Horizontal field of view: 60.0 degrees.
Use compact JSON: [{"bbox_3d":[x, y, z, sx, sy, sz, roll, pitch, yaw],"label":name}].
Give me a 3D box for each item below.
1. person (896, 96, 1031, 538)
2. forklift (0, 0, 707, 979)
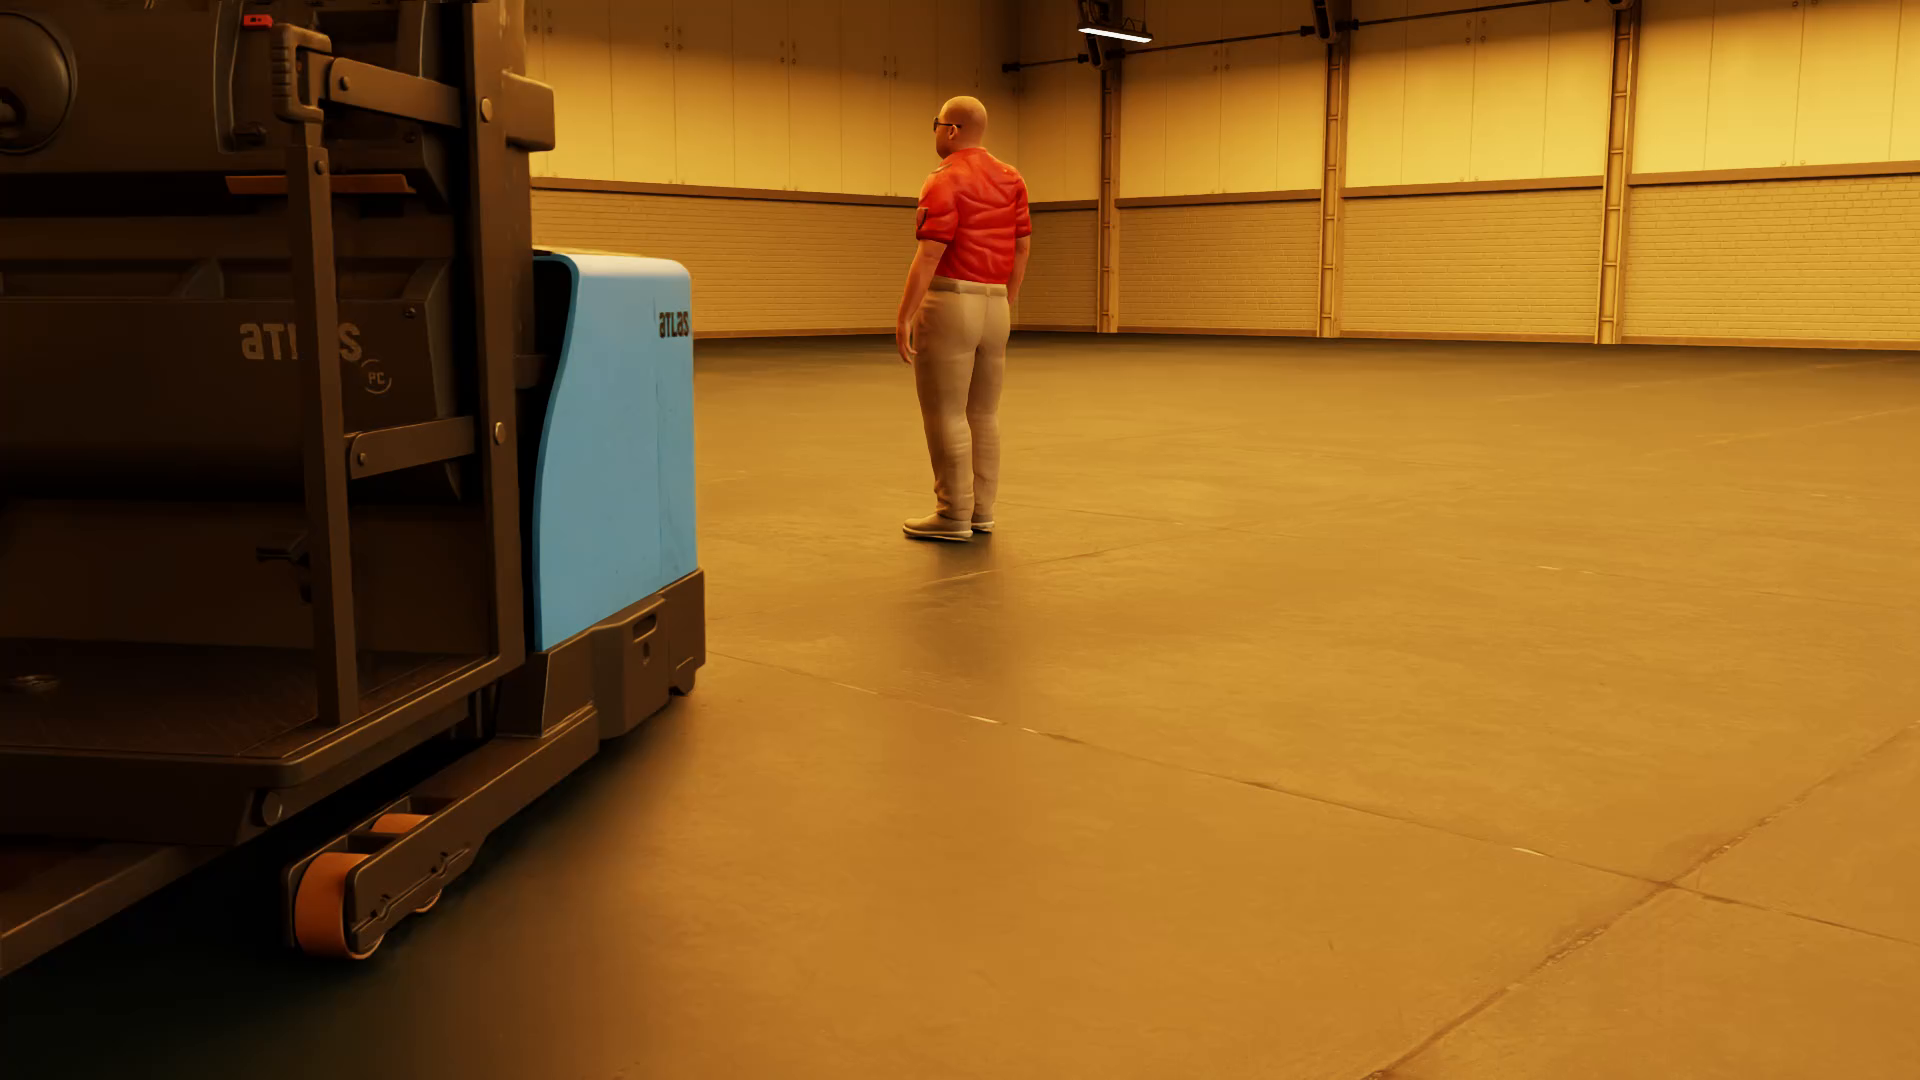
[{"bbox_3d":[-0.056,-0.872,6.658,0.551,1.727,0.640,8,12,43],"label":"person"},{"bbox_3d":[-1.377,-0.871,2.660,1.130,2.935,3.031,1,9,9],"label":"forklift"}]
